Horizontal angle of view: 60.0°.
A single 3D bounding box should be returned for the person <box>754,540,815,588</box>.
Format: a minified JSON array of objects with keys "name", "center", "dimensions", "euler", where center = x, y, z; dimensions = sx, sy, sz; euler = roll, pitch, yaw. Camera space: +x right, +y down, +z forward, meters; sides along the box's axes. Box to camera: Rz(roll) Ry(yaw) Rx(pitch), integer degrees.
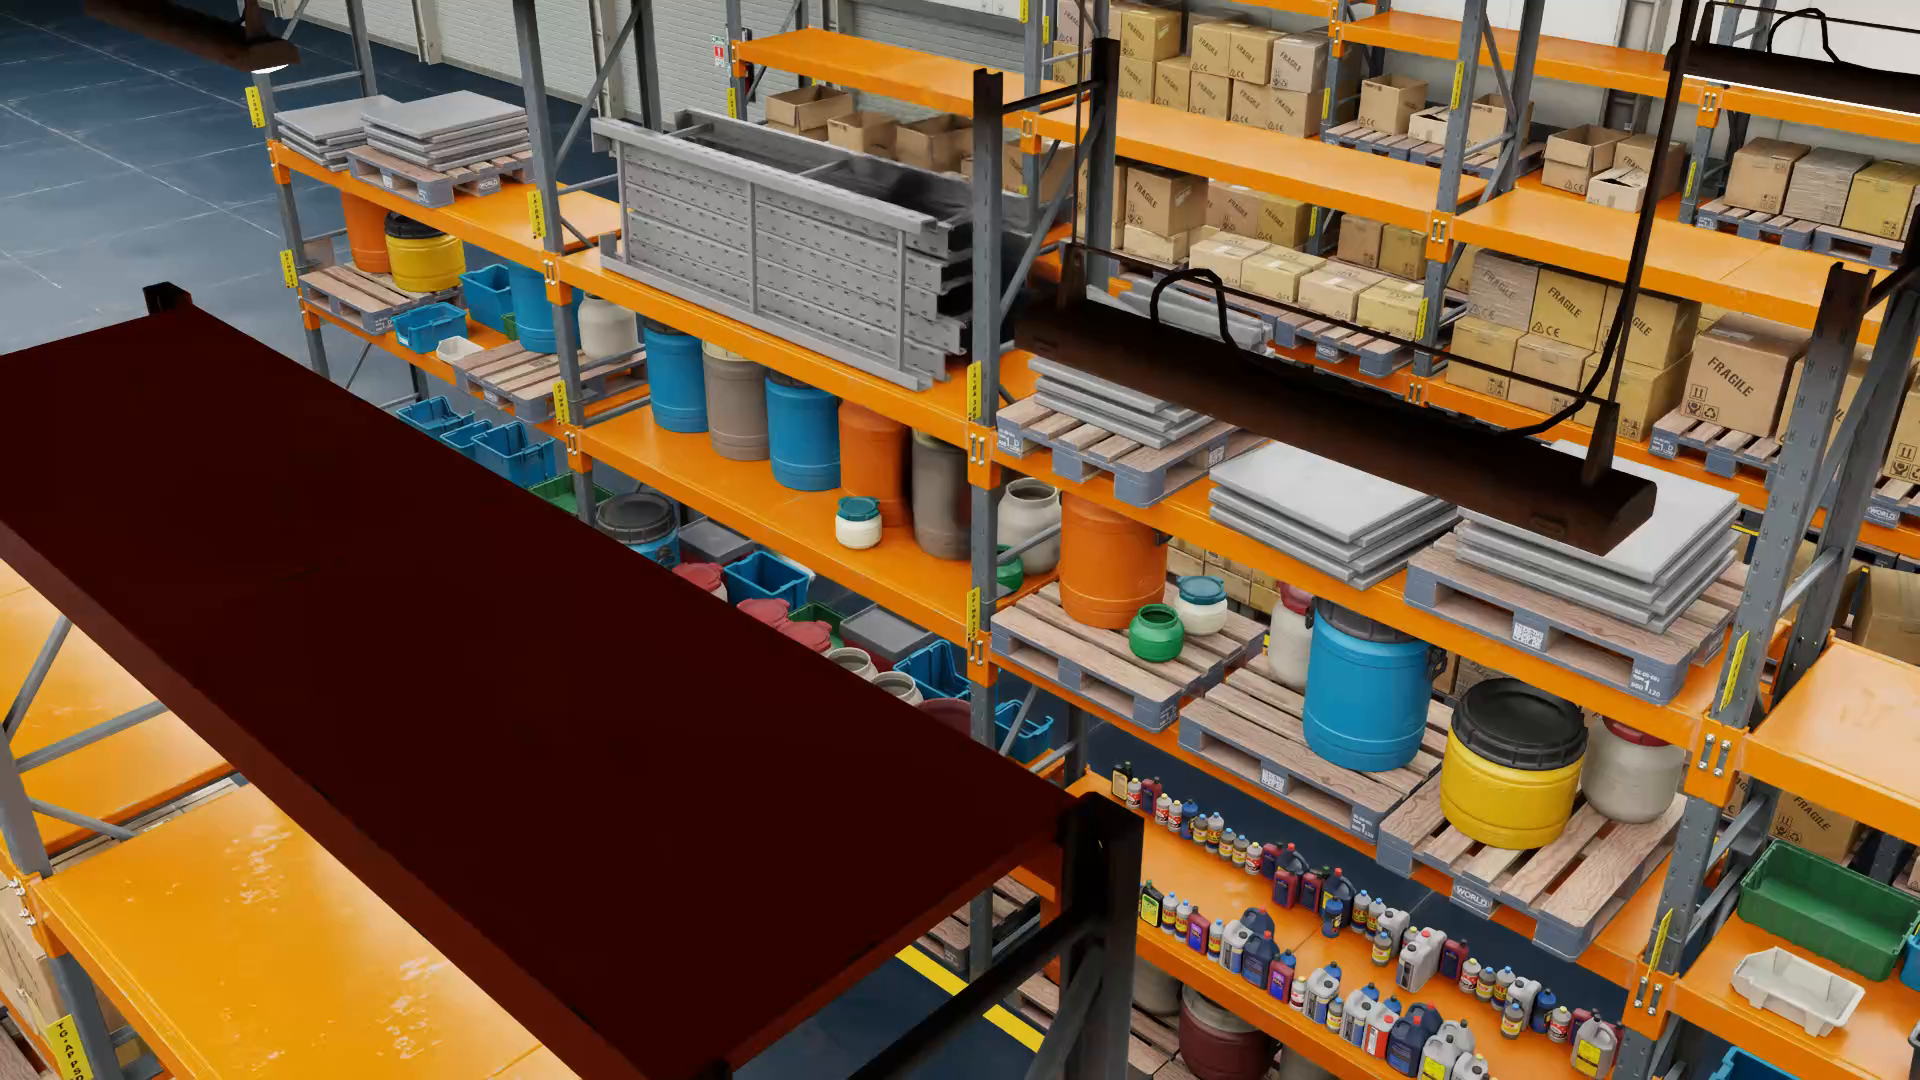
[{"name":"person","center":[-1.755,-0.231,14.859],"dimensions":[0.958,1.750,0.721],"euler":[19,34,30]}]
